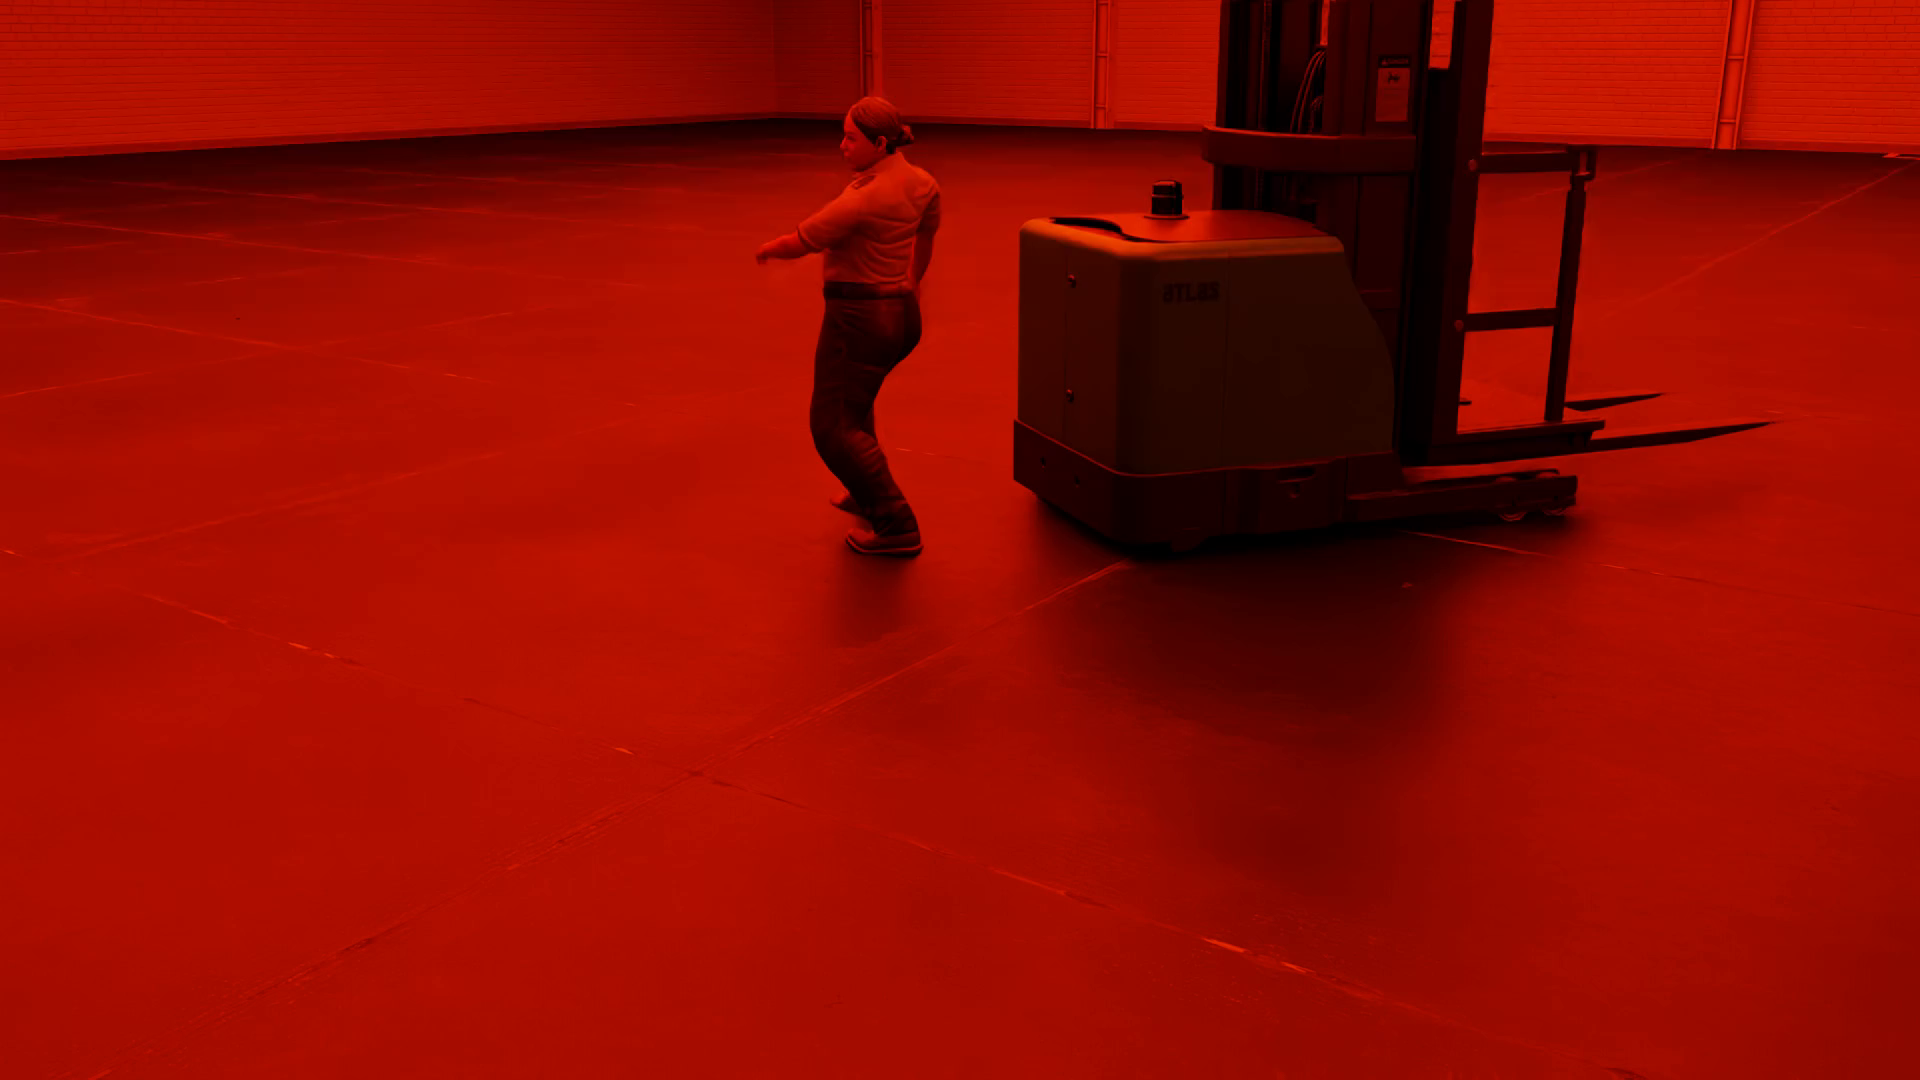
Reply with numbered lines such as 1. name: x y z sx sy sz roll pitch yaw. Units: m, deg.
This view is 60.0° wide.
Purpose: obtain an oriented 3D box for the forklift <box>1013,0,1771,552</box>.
1. forklift: 1.779 -1.607 6.207 3.031 2.935 1.130 -6 18 -20

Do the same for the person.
1. person: -0.359 -0.787 5.958 0.749 1.563 0.774 7 18 21
